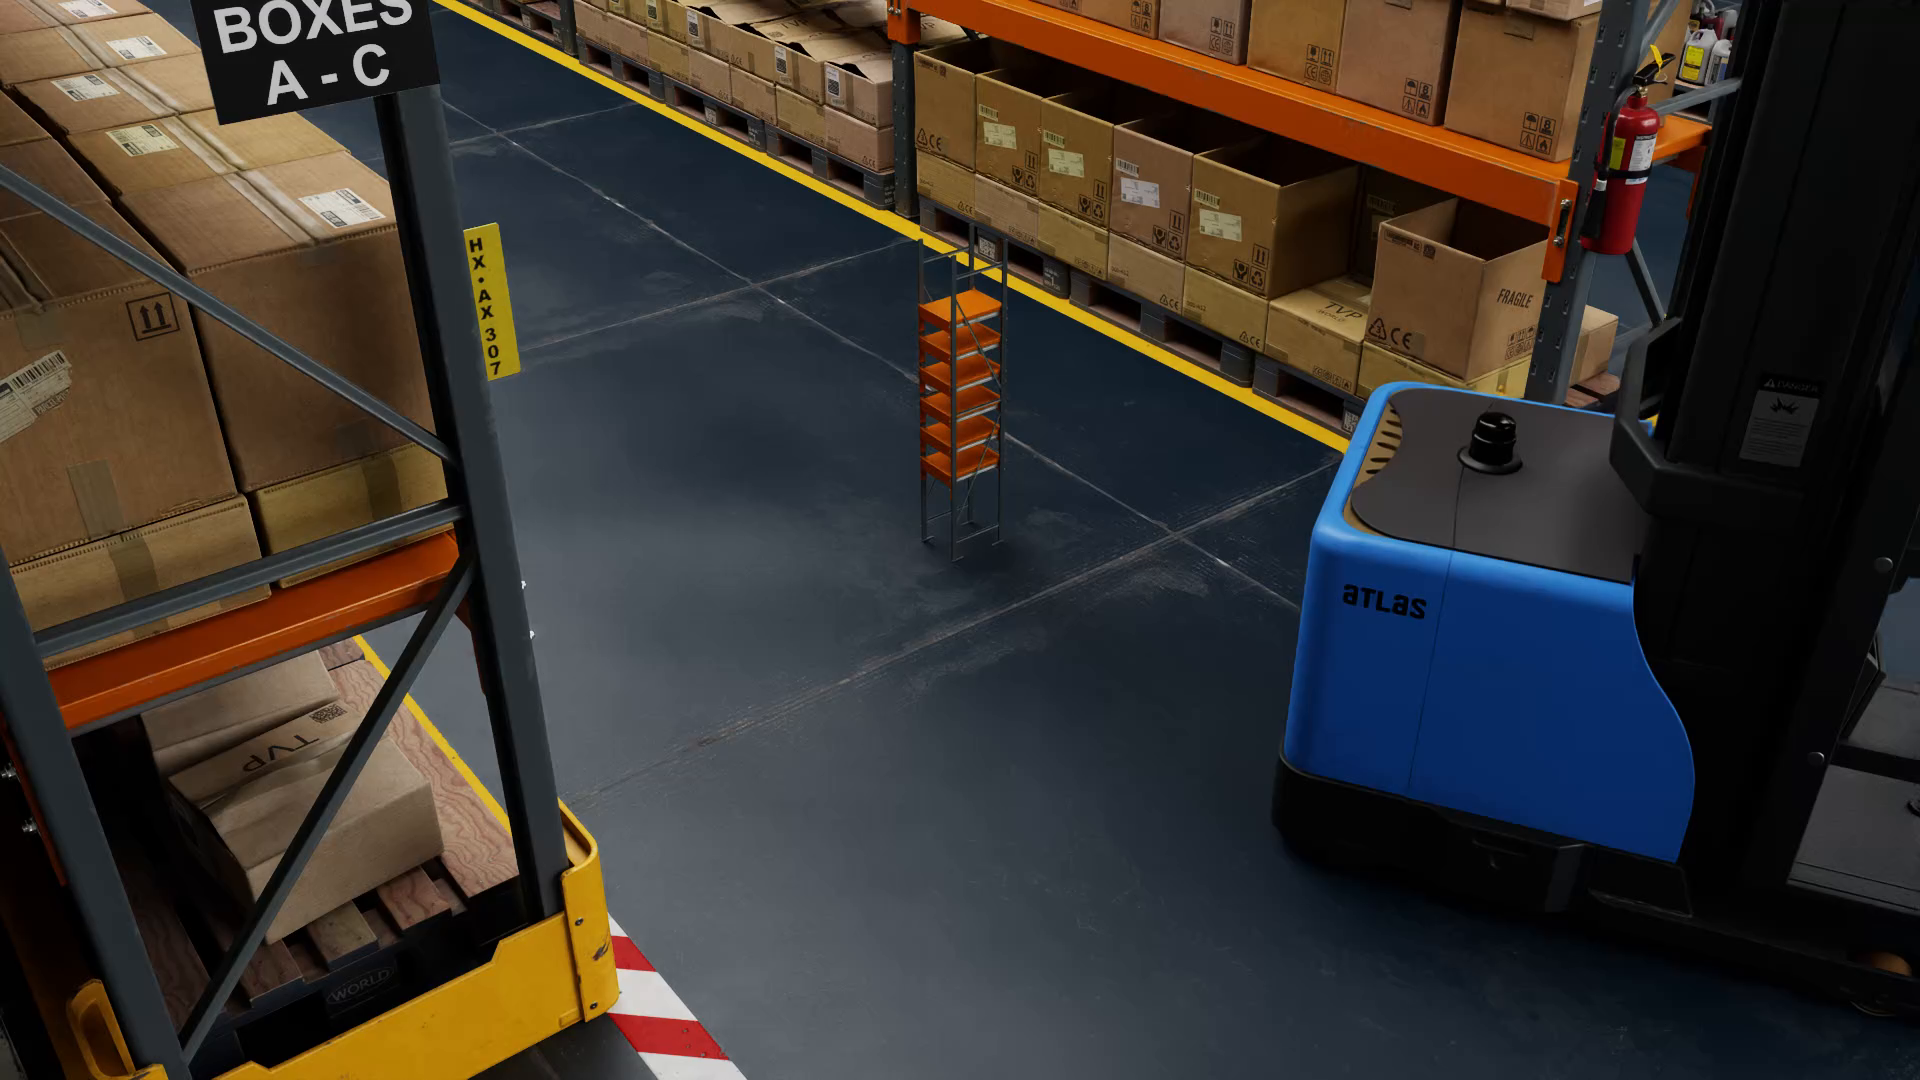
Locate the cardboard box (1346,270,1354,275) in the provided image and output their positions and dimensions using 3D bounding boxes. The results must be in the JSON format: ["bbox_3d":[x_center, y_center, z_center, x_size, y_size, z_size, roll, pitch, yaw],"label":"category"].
[{"bbox_3d":[1.759,-1.256,7.637,0.500,0.250,0.500,-22,38,-31],"label":"cardboard box"}]

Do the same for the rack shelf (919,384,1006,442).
[{"bbox_3d":[0.009,-0.466,5.947,0.258,0.103,0.180,-22,38,-31],"label":"rack shelf"}]

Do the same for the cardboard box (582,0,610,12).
[{"bbox_3d":[-2.288,-3.804,11.208,0.500,0.311,0.500,-21,37,-30],"label":"cardboard box"}]

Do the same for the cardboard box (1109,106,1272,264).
[{"bbox_3d":[1.034,-1.611,7.499,0.500,0.500,0.500,-22,38,-31],"label":"cardboard box"}]

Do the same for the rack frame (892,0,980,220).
[{"bbox_3d":[0.075,-3.201,8.562,1.000,3.000,0.127,-22,38,-31],"label":"rack frame"}]

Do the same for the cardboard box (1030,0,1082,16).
[{"bbox_3d":[0.681,-2.843,7.890,0.700,0.500,0.500,-23,38,-32],"label":"cardboard box"}]

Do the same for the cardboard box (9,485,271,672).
[{"bbox_3d":[-1.822,-0.007,3.541,0.500,0.250,0.500,-22,38,-31],"label":"cardboard box"}]

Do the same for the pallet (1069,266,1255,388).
[{"bbox_3d":[1.282,-1.163,7.923,1.003,0.211,1.213,-22,38,-31],"label":"pallet"}]

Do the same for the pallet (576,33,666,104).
[{"bbox_3d":[-1.904,-3.328,11.409,1.003,0.211,1.213,-22,38,-31],"label":"pallet"}]

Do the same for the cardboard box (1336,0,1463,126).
[{"bbox_3d":[1.926,-1.993,6.521,0.700,0.500,0.500,-21,38,-30],"label":"cardboard box"}]

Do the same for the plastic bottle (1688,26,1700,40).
[{"bbox_3d":[4.636,-3.164,10.666,0.152,0.276,0.135,-22,38,-31],"label":"plastic bottle"}]

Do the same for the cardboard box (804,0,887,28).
[{"bbox_3d":[-0.603,-3.128,10.121,0.500,0.311,0.500,-24,39,-33],"label":"cardboard box"}]

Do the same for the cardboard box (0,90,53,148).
[{"bbox_3d":[-2.461,-0.748,4.024,0.500,0.500,0.500,-23,39,-33],"label":"cardboard box"}]

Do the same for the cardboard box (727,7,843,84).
[{"bbox_3d":[-1.028,-2.950,9.833,0.500,0.311,0.500,-22,38,-32],"label":"cardboard box"}]

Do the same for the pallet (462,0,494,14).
[{"bbox_3d":[-3.550,-4.515,13.320,1.003,0.211,1.213,-22,38,-31],"label":"pallet"}]

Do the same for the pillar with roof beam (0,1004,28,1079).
[{"bbox_3d":[0.905,-3.883,3.973,9.100,9.000,0.400,-22,38,-31],"label":"pillar with roof beam"}]

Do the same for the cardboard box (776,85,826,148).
[{"bbox_3d":[-0.717,-2.502,9.644,0.500,0.250,0.500,-23,39,-32],"label":"cardboard box"}]

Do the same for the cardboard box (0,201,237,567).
[{"bbox_3d":[-1.840,-0.321,3.336,0.500,0.500,0.500,-23,38,-32],"label":"cardboard box"}]

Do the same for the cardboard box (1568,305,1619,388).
[{"bbox_3d":[2.375,-0.840,6.968,0.500,0.250,0.500,-22,38,-31],"label":"cardboard box"}]

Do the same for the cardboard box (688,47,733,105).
[{"bbox_3d":[-1.342,-2.928,10.329,0.500,0.250,0.500,-21,38,-30],"label":"cardboard box"}]

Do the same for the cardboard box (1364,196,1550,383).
[{"bbox_3d":[1.964,-0.990,6.499,0.500,0.500,0.500,-22,38,-31],"label":"cardboard box"}]

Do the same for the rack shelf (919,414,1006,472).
[{"bbox_3d":[0.009,-0.364,6.010,0.258,0.103,0.180,-22,38,-31],"label":"rack shelf"}]

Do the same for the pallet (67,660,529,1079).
[{"bbox_3d":[-1.899,0.873,4.645,1.003,0.211,1.213,-22,38,-31],"label":"pallet"}]

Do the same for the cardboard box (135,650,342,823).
[{"bbox_3d":[-2.085,0.470,4.781,0.500,0.311,0.500,-19,37,-28],"label":"cardboard box"}]

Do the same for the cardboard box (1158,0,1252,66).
[{"bbox_3d":[1.300,-2.420,7.208,0.700,0.500,0.500,-21,38,-30],"label":"cardboard box"}]

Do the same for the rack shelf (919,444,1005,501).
[{"bbox_3d":[0.009,-0.262,6.074,0.258,0.103,0.180,-22,38,-31],"label":"rack shelf"}]

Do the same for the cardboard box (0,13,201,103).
[{"bbox_3d":[-2.371,-1.128,4.635,0.500,0.500,0.500,-21,38,-30],"label":"cardboard box"}]

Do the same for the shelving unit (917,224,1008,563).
[{"bbox_3d":[0.009,-0.504,5.924,0.258,1.200,0.189,-22,38,-31],"label":"shelving unit"}]

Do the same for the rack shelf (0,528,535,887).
[{"bbox_3d":[-2.609,-0.458,4.826,1.077,0.370,4.000,-22,38,-31],"label":"rack shelf"}]

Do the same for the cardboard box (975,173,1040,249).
[{"bbox_3d":[0.423,-1.710,8.369,0.500,0.250,0.500,-22,38,-31],"label":"cardboard box"}]

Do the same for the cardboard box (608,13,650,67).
[{"bbox_3d":[-1.979,-3.356,11.019,0.500,0.250,0.500,-23,39,-33],"label":"cardboard box"}]

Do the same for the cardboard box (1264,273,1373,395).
[{"bbox_3d":[1.650,-0.877,7.027,0.500,0.250,0.500,-22,38,-31],"label":"cardboard box"}]

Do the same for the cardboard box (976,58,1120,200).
[{"bbox_3d":[0.425,-2.030,8.173,0.500,0.500,0.500,-22,38,-31],"label":"cardboard box"}]

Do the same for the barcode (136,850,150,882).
[{"bbox_3d":[-2.063,0.826,4.200,0.001,0.075,0.075,-22,38,-31],"label":"barcode"}]

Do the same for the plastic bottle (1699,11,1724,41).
[{"bbox_3d":[4.941,-3.342,10.945,0.061,0.283,0.133,-22,38,-31],"label":"plastic bottle"}]

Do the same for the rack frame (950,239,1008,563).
[{"bbox_3d":[0.065,-0.466,5.862,0.240,1.200,0.006,-22,38,-31],"label":"rack frame"}]

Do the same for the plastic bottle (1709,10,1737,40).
[{"bbox_3d":[5.025,-3.374,11.003,0.152,0.276,0.135,-22,38,-31],"label":"plastic bottle"}]

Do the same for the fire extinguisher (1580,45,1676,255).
[{"bbox_3d":[2.234,-1.302,5.577,0.296,0.674,0.183,-22,38,-31],"label":"fire extinguisher"}]

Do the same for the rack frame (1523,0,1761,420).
[{"bbox_3d":[2.528,-1.534,5.877,1.000,3.000,0.127,-22,38,-31],"label":"rack frame"}]

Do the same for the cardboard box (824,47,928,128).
[{"bbox_3d":[-0.400,-2.526,9.151,0.500,0.311,0.500,-22,38,-31],"label":"cardboard box"}]

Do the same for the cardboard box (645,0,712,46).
[{"bbox_3d":[-1.649,-3.374,10.516,0.500,0.311,0.500,-23,39,-33],"label":"cardboard box"}]

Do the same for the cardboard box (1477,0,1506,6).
[{"bbox_3d":[1.982,-2.059,6.012,0.380,0.149,0.250,-21,38,-30],"label":"cardboard box"}]

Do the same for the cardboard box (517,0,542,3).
[{"bbox_3d":[-3.137,-4.307,12.294,0.500,0.500,0.500,-21,37,-30],"label":"cardboard box"}]

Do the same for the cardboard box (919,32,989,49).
[{"bbox_3d":[0.019,-2.703,9.435,0.500,0.311,0.500,-22,38,-31],"label":"cardboard box"}]

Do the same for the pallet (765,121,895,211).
[{"bbox_3d":[-0.407,-2.311,9.771,1.003,0.211,1.213,-22,38,-31],"label":"pallet"}]

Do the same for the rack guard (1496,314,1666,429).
[{"bbox_3d":[2.543,-0.462,6.521,1.175,0.500,0.348,-22,38,-31],"label":"rack guard"}]

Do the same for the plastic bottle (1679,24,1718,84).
[{"bbox_3d":[4.648,-3.060,10.428,0.144,0.351,0.185,-21,37,-29],"label":"plastic bottle"}]

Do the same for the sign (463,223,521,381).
[{"bbox_3d":[-0.954,-0.473,3.349,0.100,0.325,0.005,-22,38,-31],"label":"sign"}]

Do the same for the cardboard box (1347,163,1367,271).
[{"bbox_3d":[1.750,-1.571,7.433,0.500,0.500,0.500,-22,38,-31],"label":"cardboard box"}]

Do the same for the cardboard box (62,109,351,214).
[{"bbox_3d":[-1.733,-0.699,3.945,0.500,0.500,0.500,-22,38,-31],"label":"cardboard box"}]

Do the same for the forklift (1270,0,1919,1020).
[{"bbox_3d":[2.468,-0.302,3.958,3.031,2.935,1.130,12,34,19],"label":"forklift"}]

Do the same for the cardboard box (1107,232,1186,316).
[{"bbox_3d":[1.037,-1.294,7.698,0.500,0.250,0.500,-22,38,-31],"label":"cardboard box"}]
